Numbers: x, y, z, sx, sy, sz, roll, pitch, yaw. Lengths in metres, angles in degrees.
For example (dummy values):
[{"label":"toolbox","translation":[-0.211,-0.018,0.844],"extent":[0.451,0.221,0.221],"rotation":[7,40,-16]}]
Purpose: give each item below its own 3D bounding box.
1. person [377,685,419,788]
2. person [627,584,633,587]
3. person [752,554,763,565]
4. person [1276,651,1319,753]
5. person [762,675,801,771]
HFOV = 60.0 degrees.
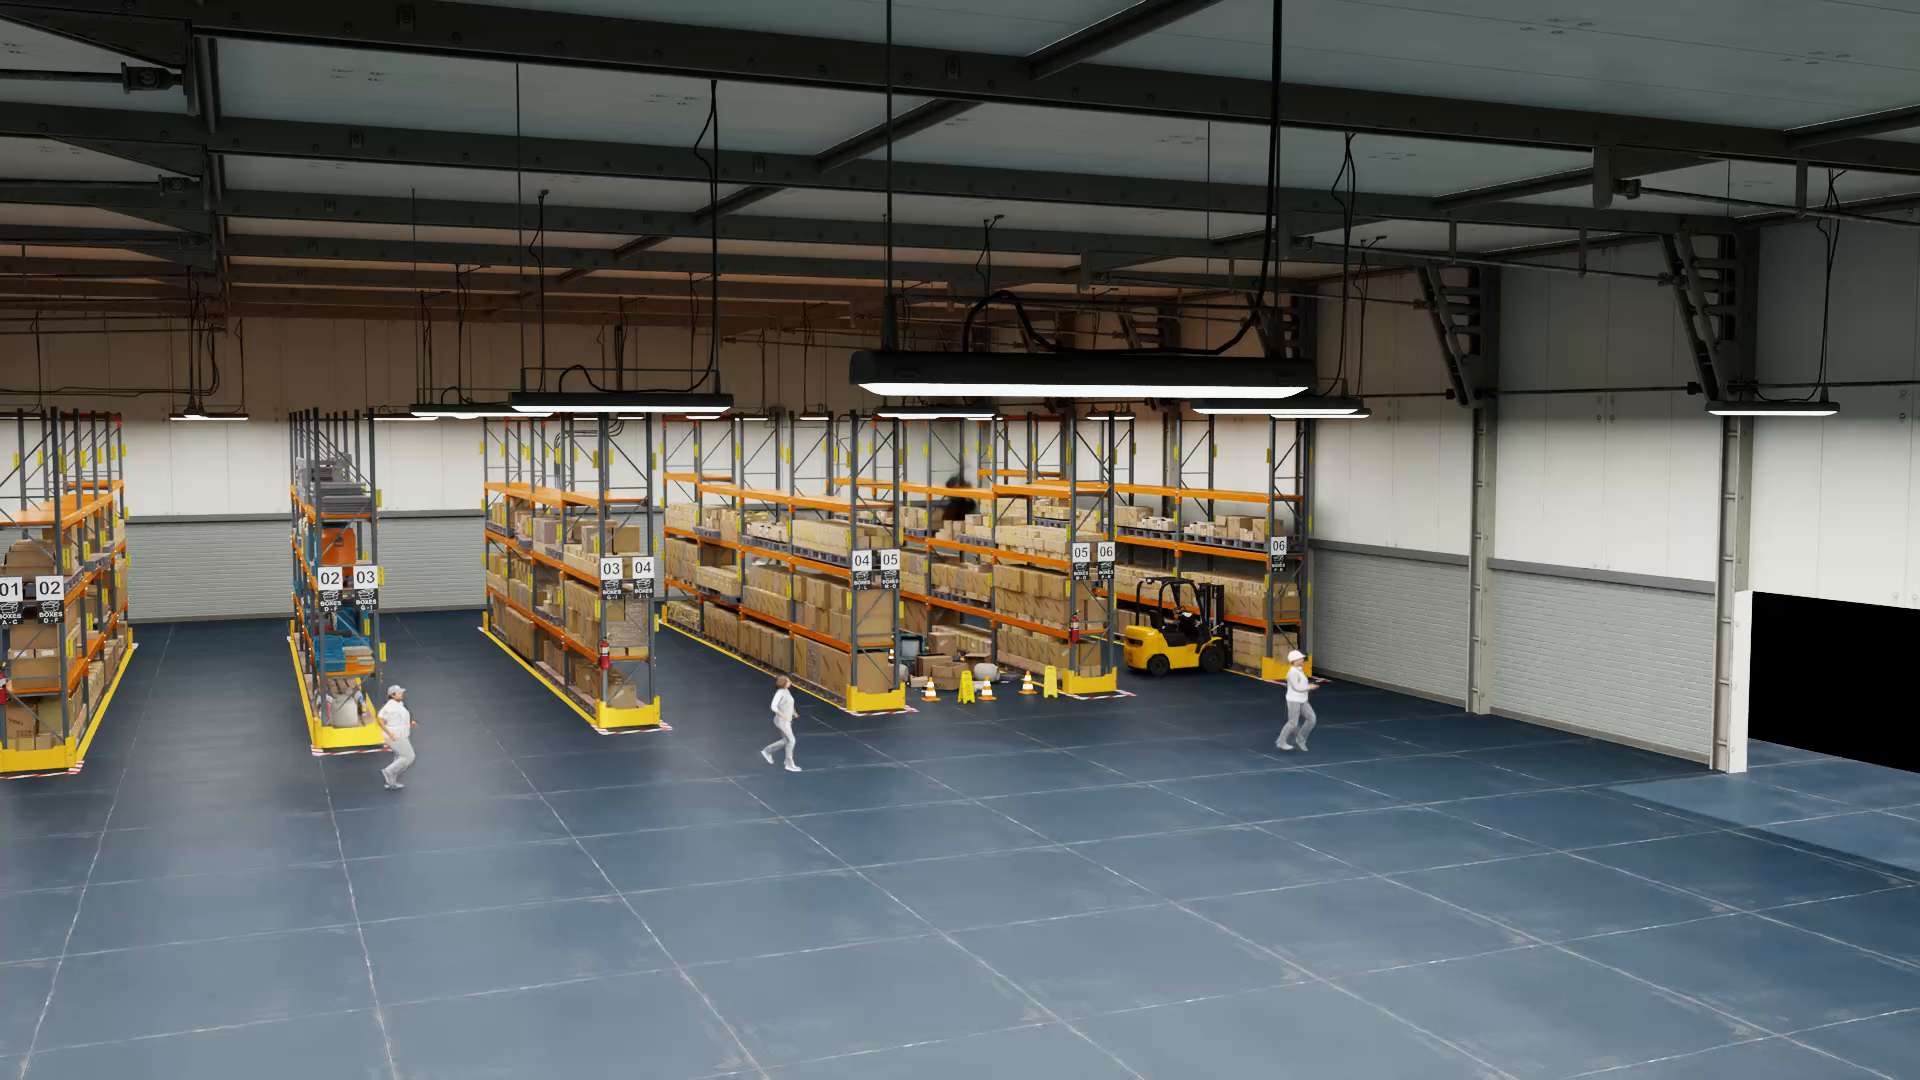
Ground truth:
[{"label":"person","translation":[-8.761,3.080,26.023],"extent":[0.559,1.619,0.593],"rotation":[0,4,-3]},{"label":"person","translation":[-9.031,1.652,45.955],"extent":[0.728,1.728,0.656],"rotation":[-1,4,-15]},{"label":"person","translation":[-6.074,1.311,50.294],"extent":[1.060,1.800,0.719],"rotation":[-2,4,-23]},{"label":"person","translation":[5.877,2.819,28.904],"extent":[0.721,1.806,0.625],"rotation":[2,5,27]},{"label":"person","translation":[-2.961,3.026,27.426],"extent":[0.675,1.576,0.550],"rotation":[0,4,7]}]
